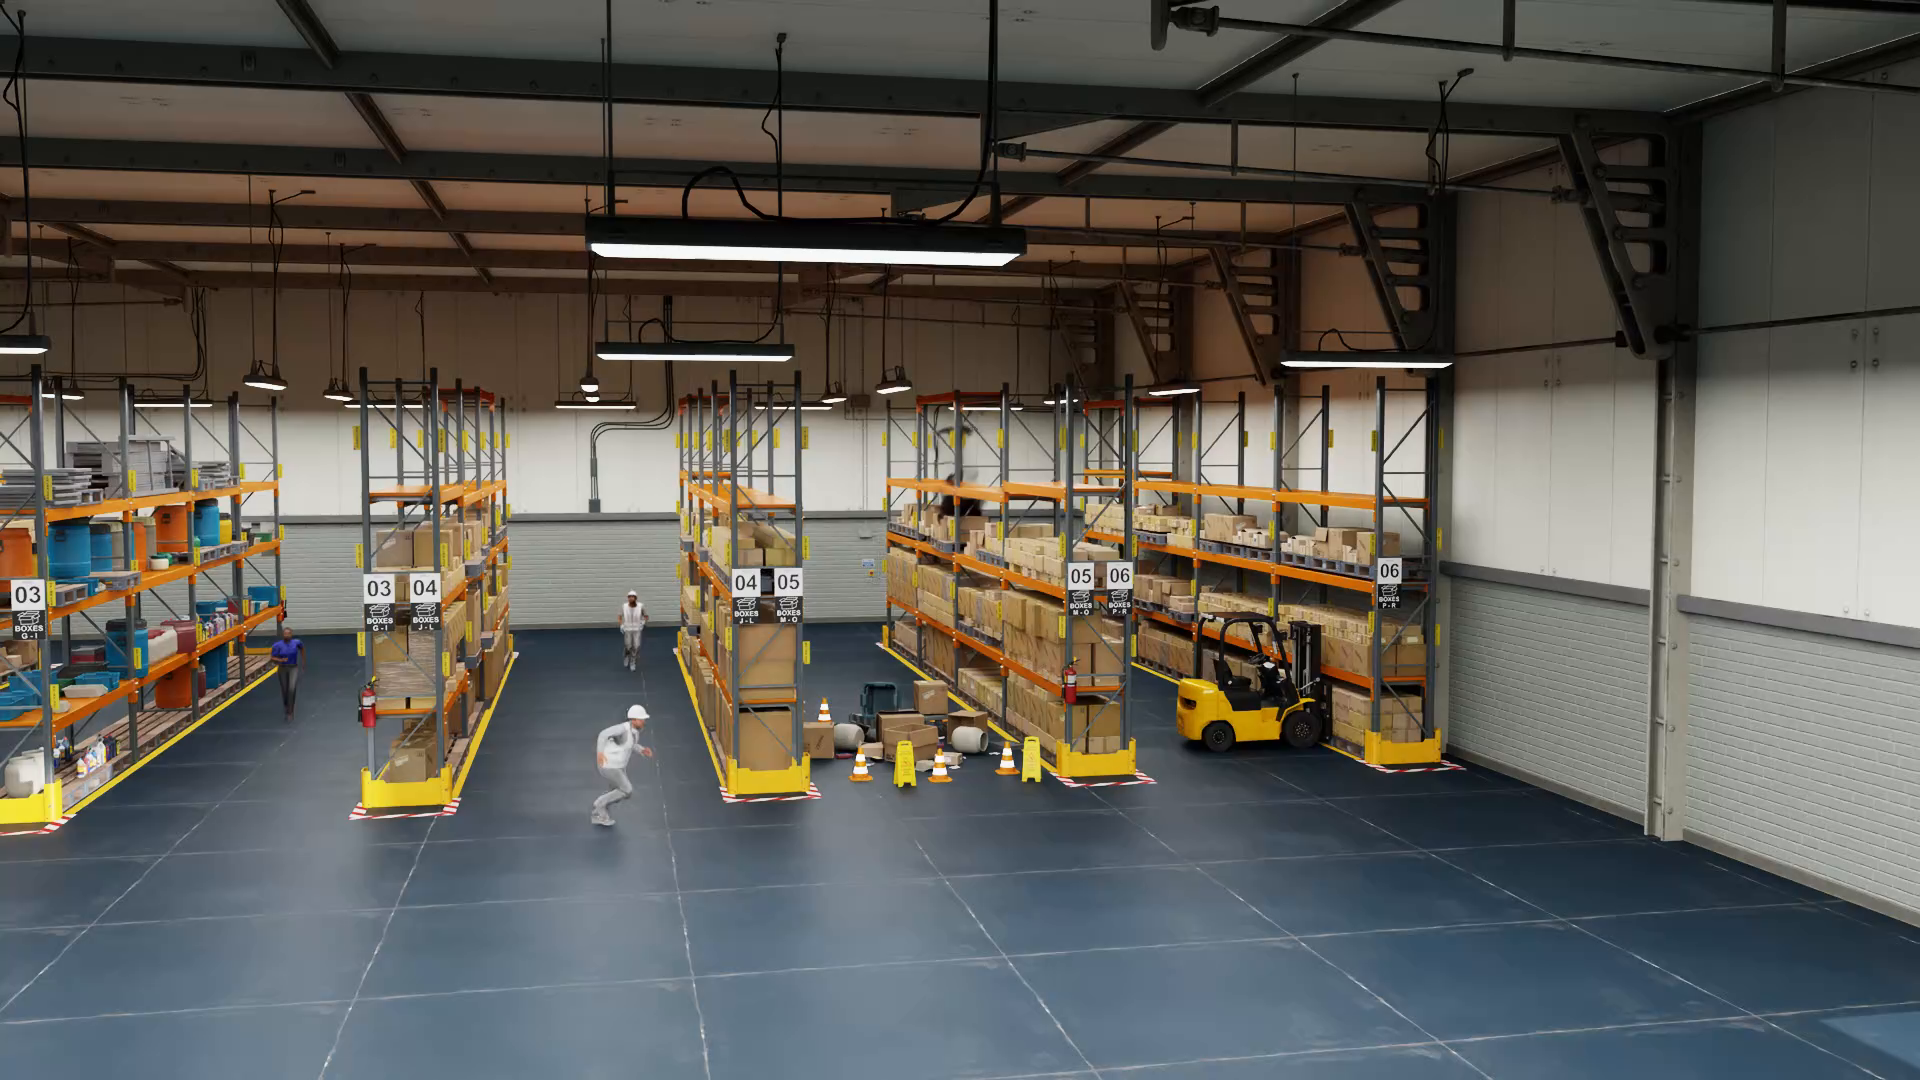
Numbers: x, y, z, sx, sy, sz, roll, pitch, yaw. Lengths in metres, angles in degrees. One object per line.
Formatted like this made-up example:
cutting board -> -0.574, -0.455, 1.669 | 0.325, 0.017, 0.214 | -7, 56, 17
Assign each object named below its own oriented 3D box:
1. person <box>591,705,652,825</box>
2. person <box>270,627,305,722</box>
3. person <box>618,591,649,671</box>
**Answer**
person -> -4.404, 2.925, 21.488 | 0.856, 1.598, 0.684 | 1, 4, 15
person -> -12.119, 2.408, 29.988 | 0.599, 1.681, 0.918 | -2, 4, -26
person -> -7.103, 1.979, 36.189 | 0.668, 1.747, 0.621 | -1, 3, -10
